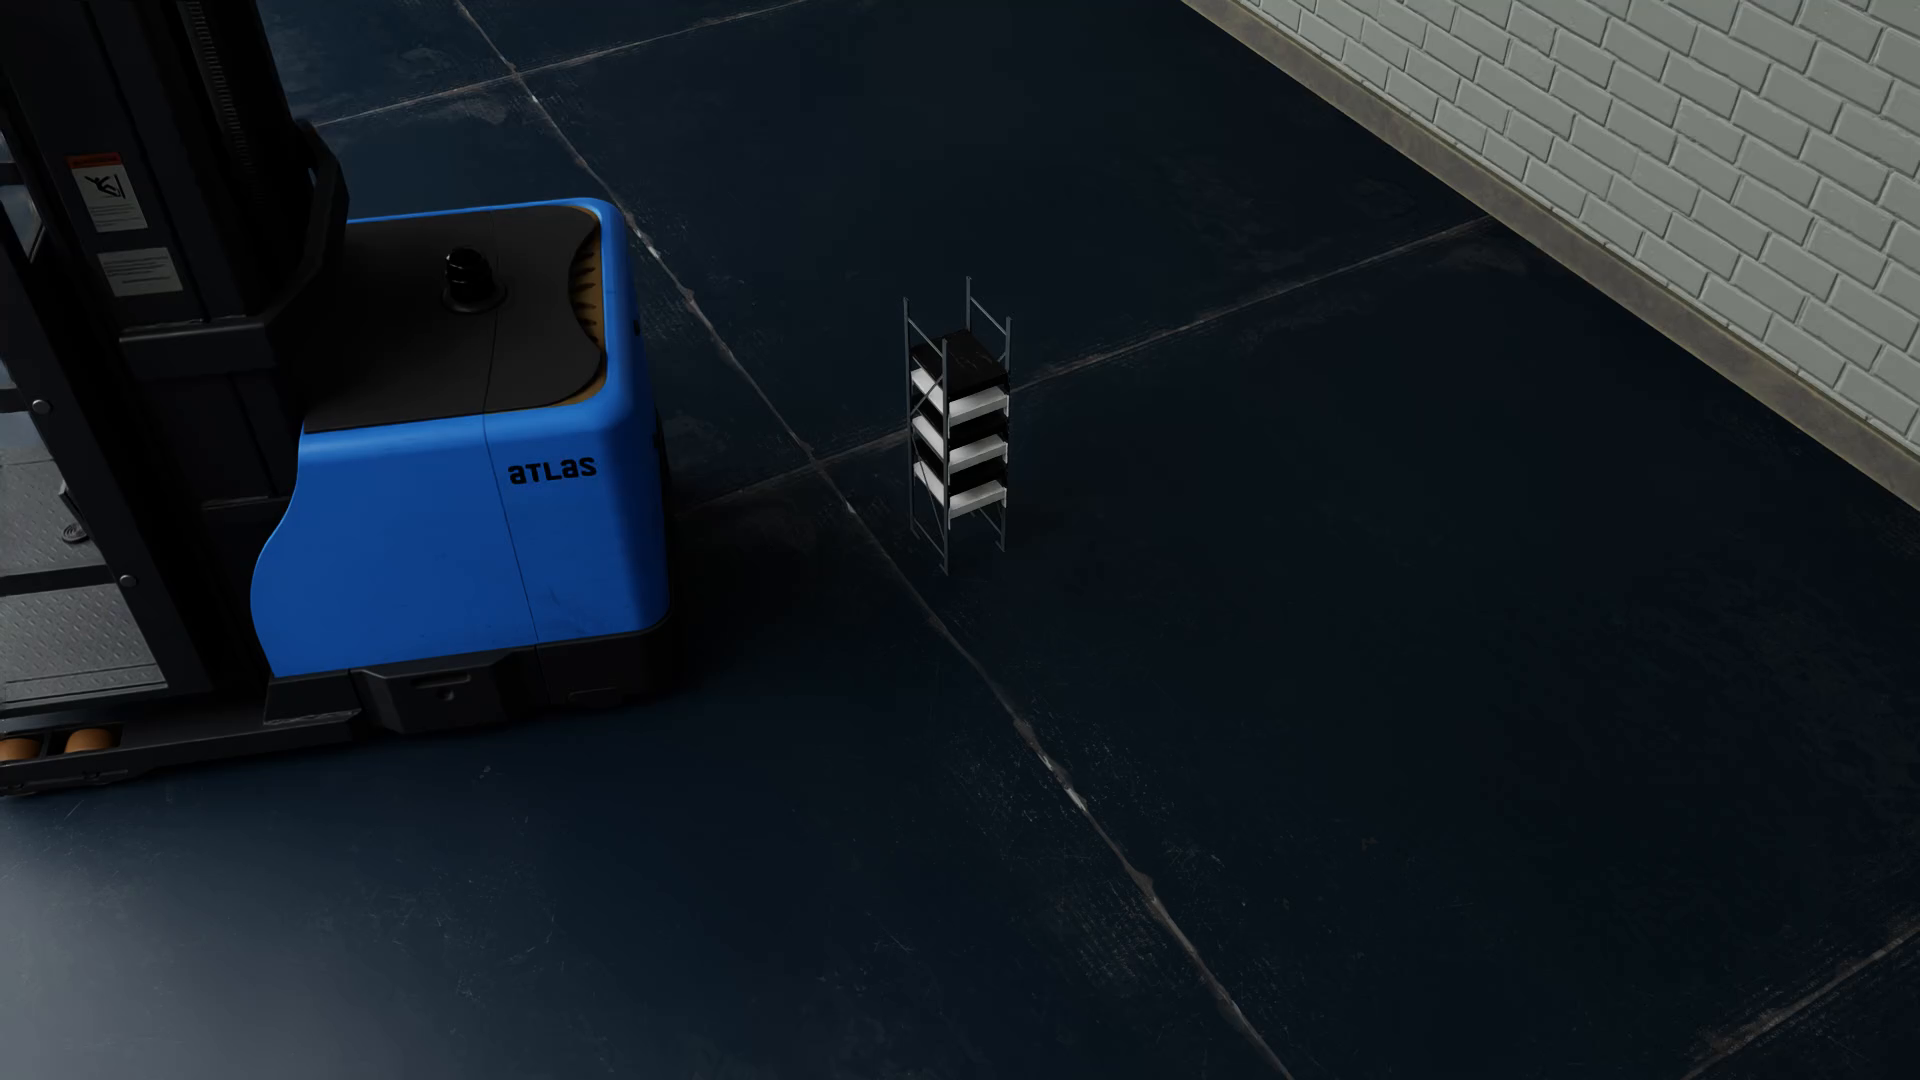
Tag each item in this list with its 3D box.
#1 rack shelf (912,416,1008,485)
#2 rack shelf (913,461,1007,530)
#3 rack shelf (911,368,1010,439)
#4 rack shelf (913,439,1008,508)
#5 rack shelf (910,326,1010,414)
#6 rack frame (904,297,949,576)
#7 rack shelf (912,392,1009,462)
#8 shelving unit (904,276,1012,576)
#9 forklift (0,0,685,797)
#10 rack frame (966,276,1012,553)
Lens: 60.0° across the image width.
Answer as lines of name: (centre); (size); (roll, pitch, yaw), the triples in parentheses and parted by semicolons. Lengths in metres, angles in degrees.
rack shelf: (-0.007, -0.296, 4.957); (0.200, 0.077, 0.258); (-22, 48, -21)
rack shelf: (-0.007, -0.167, 5.082); (0.200, 0.077, 0.258); (-22, 48, -21)
rack shelf: (-0.007, -0.425, 4.832); (0.200, 0.077, 0.258); (-22, 48, -21)
rack shelf: (-0.007, -0.232, 5.020); (0.200, 0.077, 0.258); (-22, 48, -21)
rack shelf: (-0.007, -0.490, 4.769); (0.200, 0.077, 0.258); (-22, 48, -21)
rack frame: (-0.095, -0.285, 4.897); (0.006, 0.900, 0.240); (-22, 48, -21)
rack shelf: (-0.007, -0.361, 4.894); (0.200, 0.077, 0.258); (-22, 48, -21)
shelving unit: (-0.007, -0.320, 4.934); (0.210, 0.900, 0.258); (-22, 48, -21)
forklift: (-2.359, -0.755, 3.924); (3.031, 2.935, 1.130); (-7, 45, -7)
rack frame: (0.081, -0.355, 4.970); (0.006, 0.900, 0.240); (-22, 48, -21)
